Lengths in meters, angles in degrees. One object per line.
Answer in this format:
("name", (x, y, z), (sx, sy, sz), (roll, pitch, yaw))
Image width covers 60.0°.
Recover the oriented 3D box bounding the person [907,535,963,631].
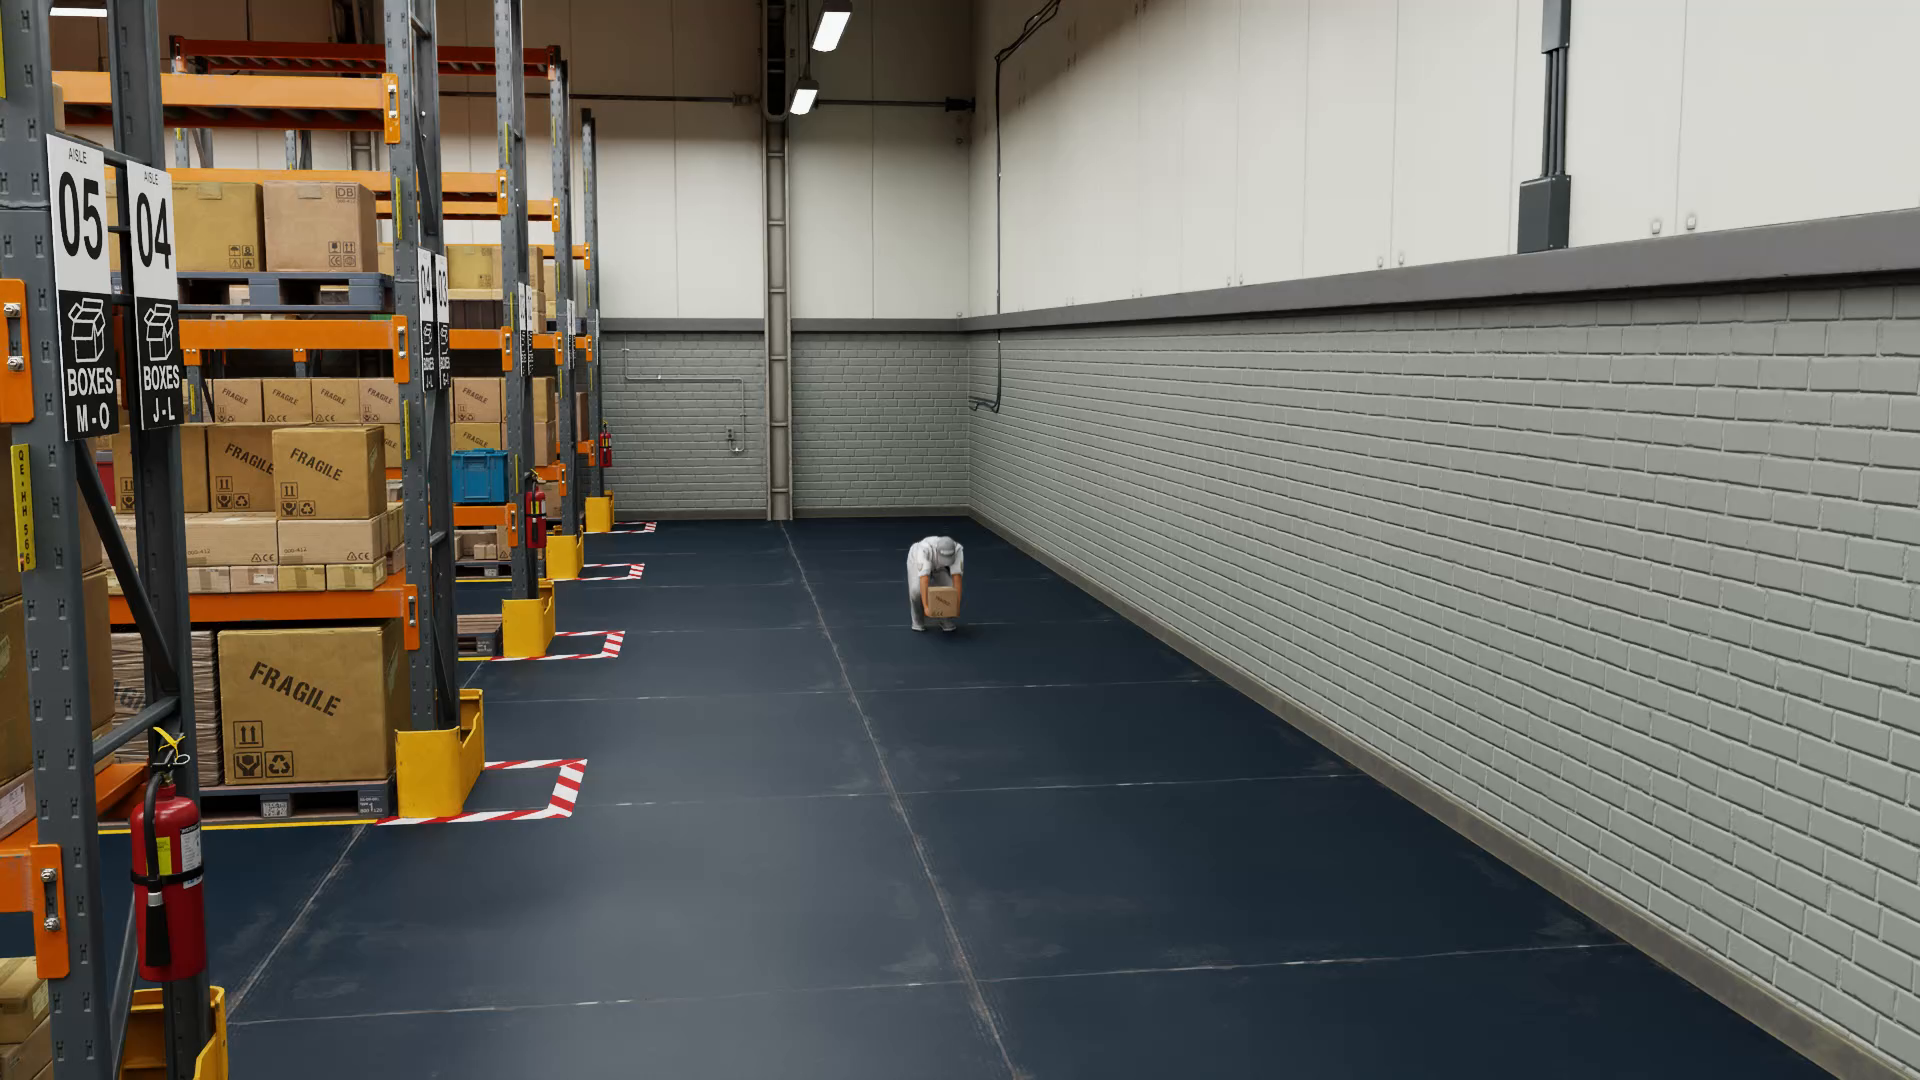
("person", (-0.237, 0.394, 15.604), (0.496, 0.942, 0.914), (-1, 7, -11))
